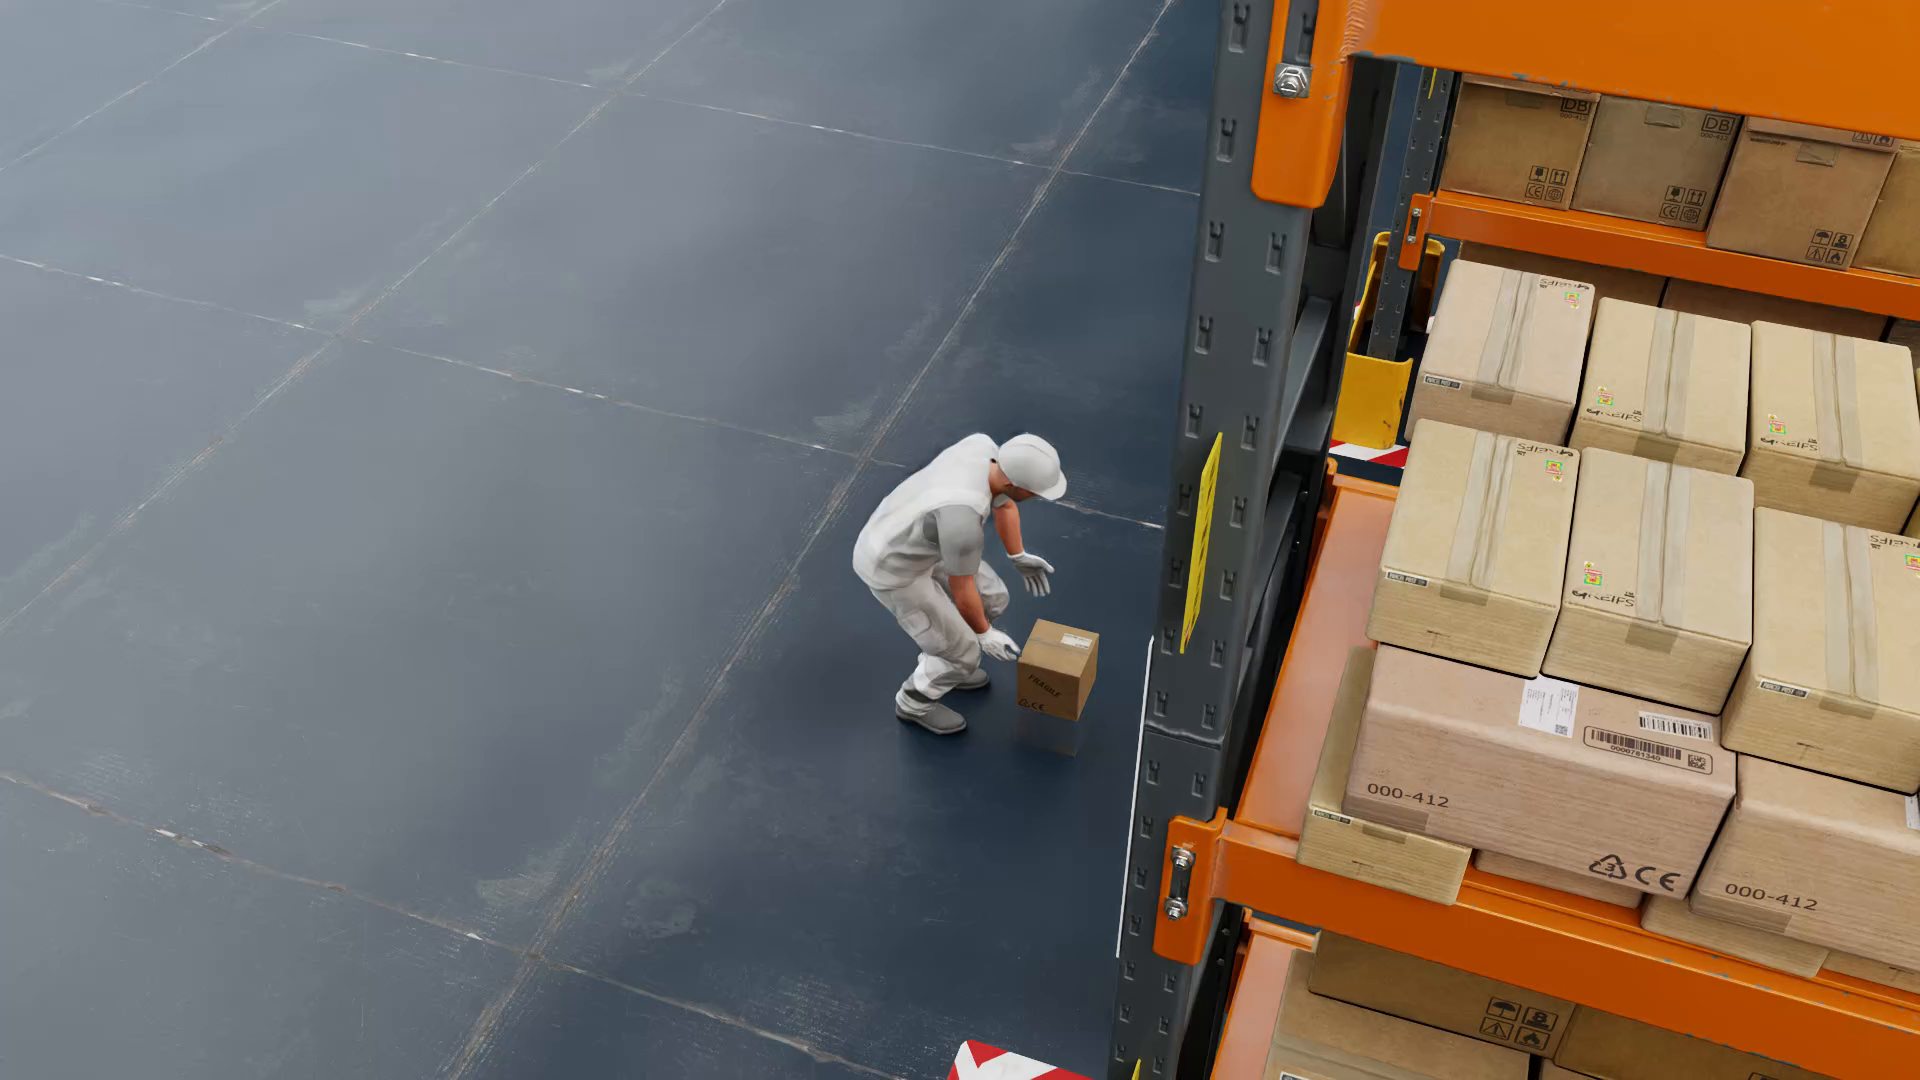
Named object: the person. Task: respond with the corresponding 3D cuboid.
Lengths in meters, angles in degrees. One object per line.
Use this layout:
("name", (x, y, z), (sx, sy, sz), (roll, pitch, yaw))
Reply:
("person", (0.003, 0.112, 6.321), (0.780, 1.384, 0.584), (14, 43, 15))
